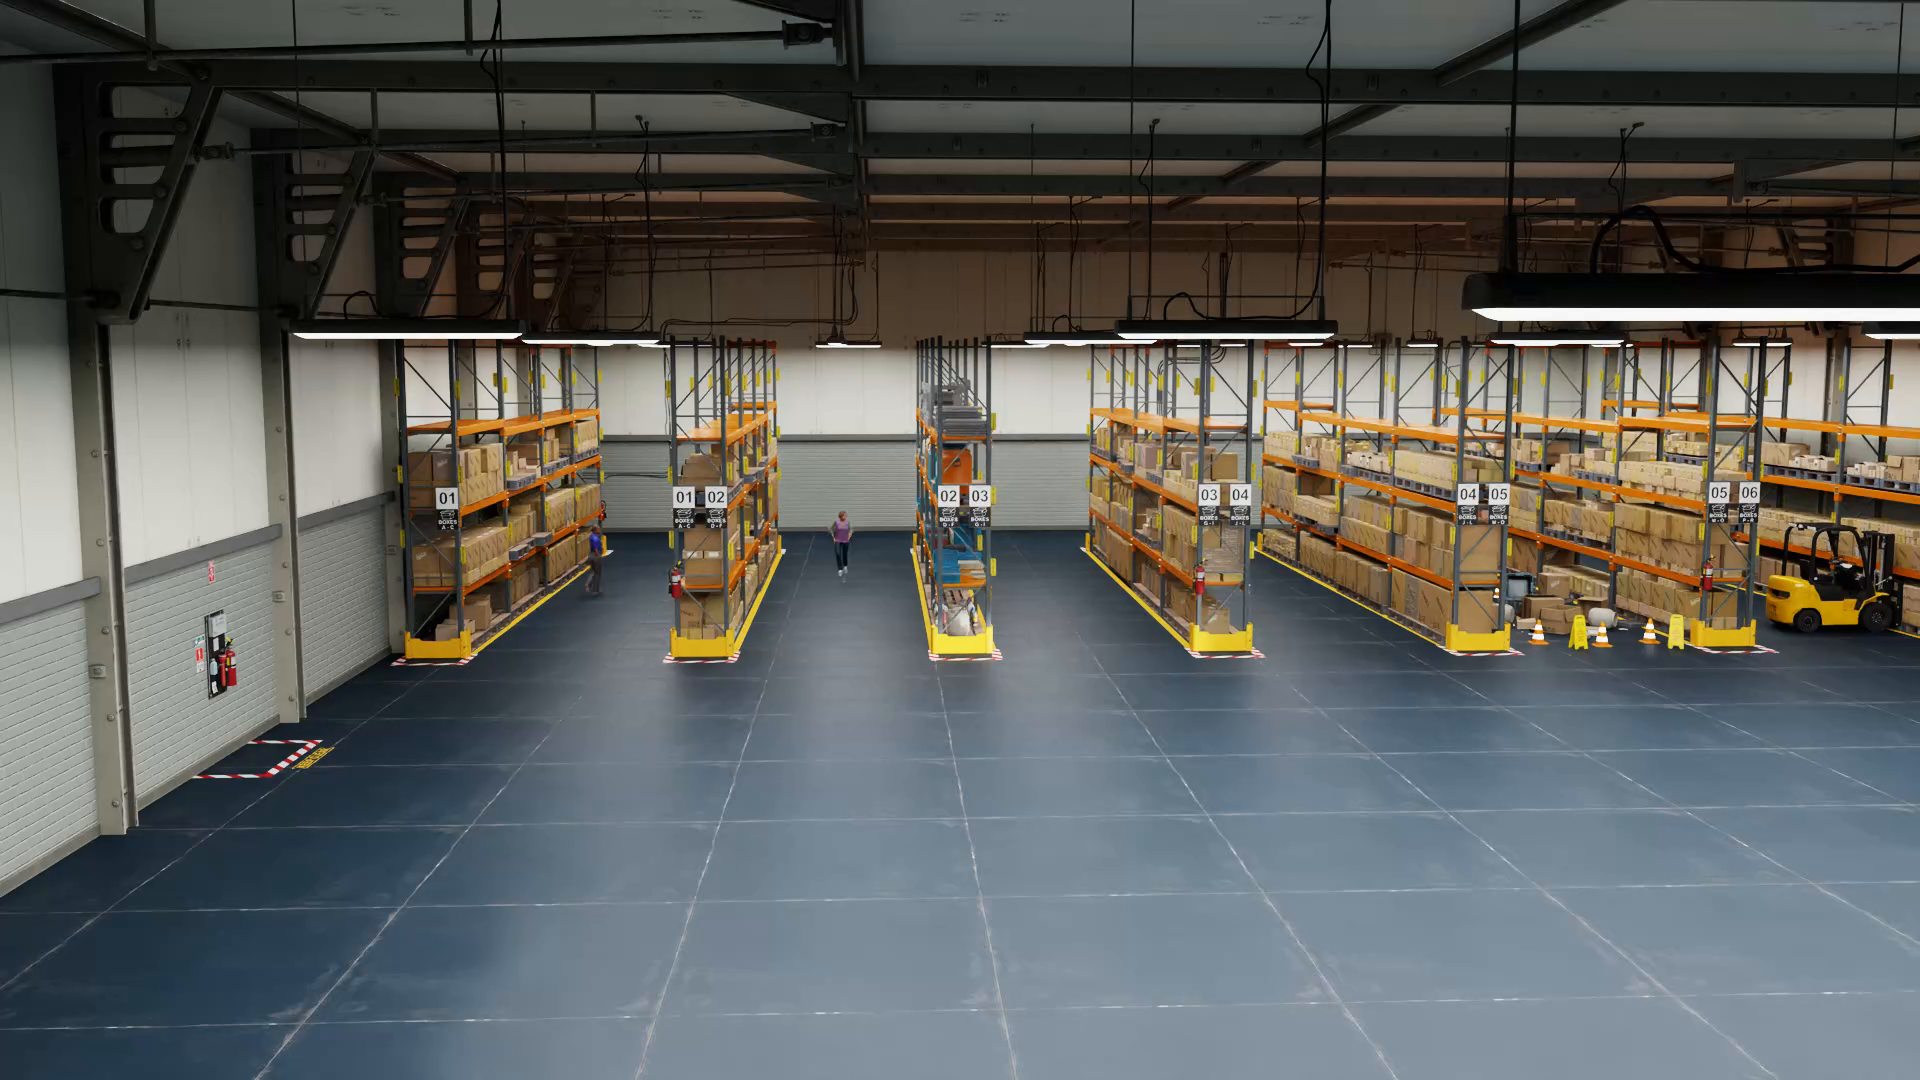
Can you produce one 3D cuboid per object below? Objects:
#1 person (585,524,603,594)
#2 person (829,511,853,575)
[{"bbox_3d":[-8.592,0.447,39.130,0.438,1.654,0.451,5,8,38],"label":"person"},{"bbox_3d":[-2.915,0.056,40.743,0.558,1.571,0.599,0,6,2],"label":"person"}]
